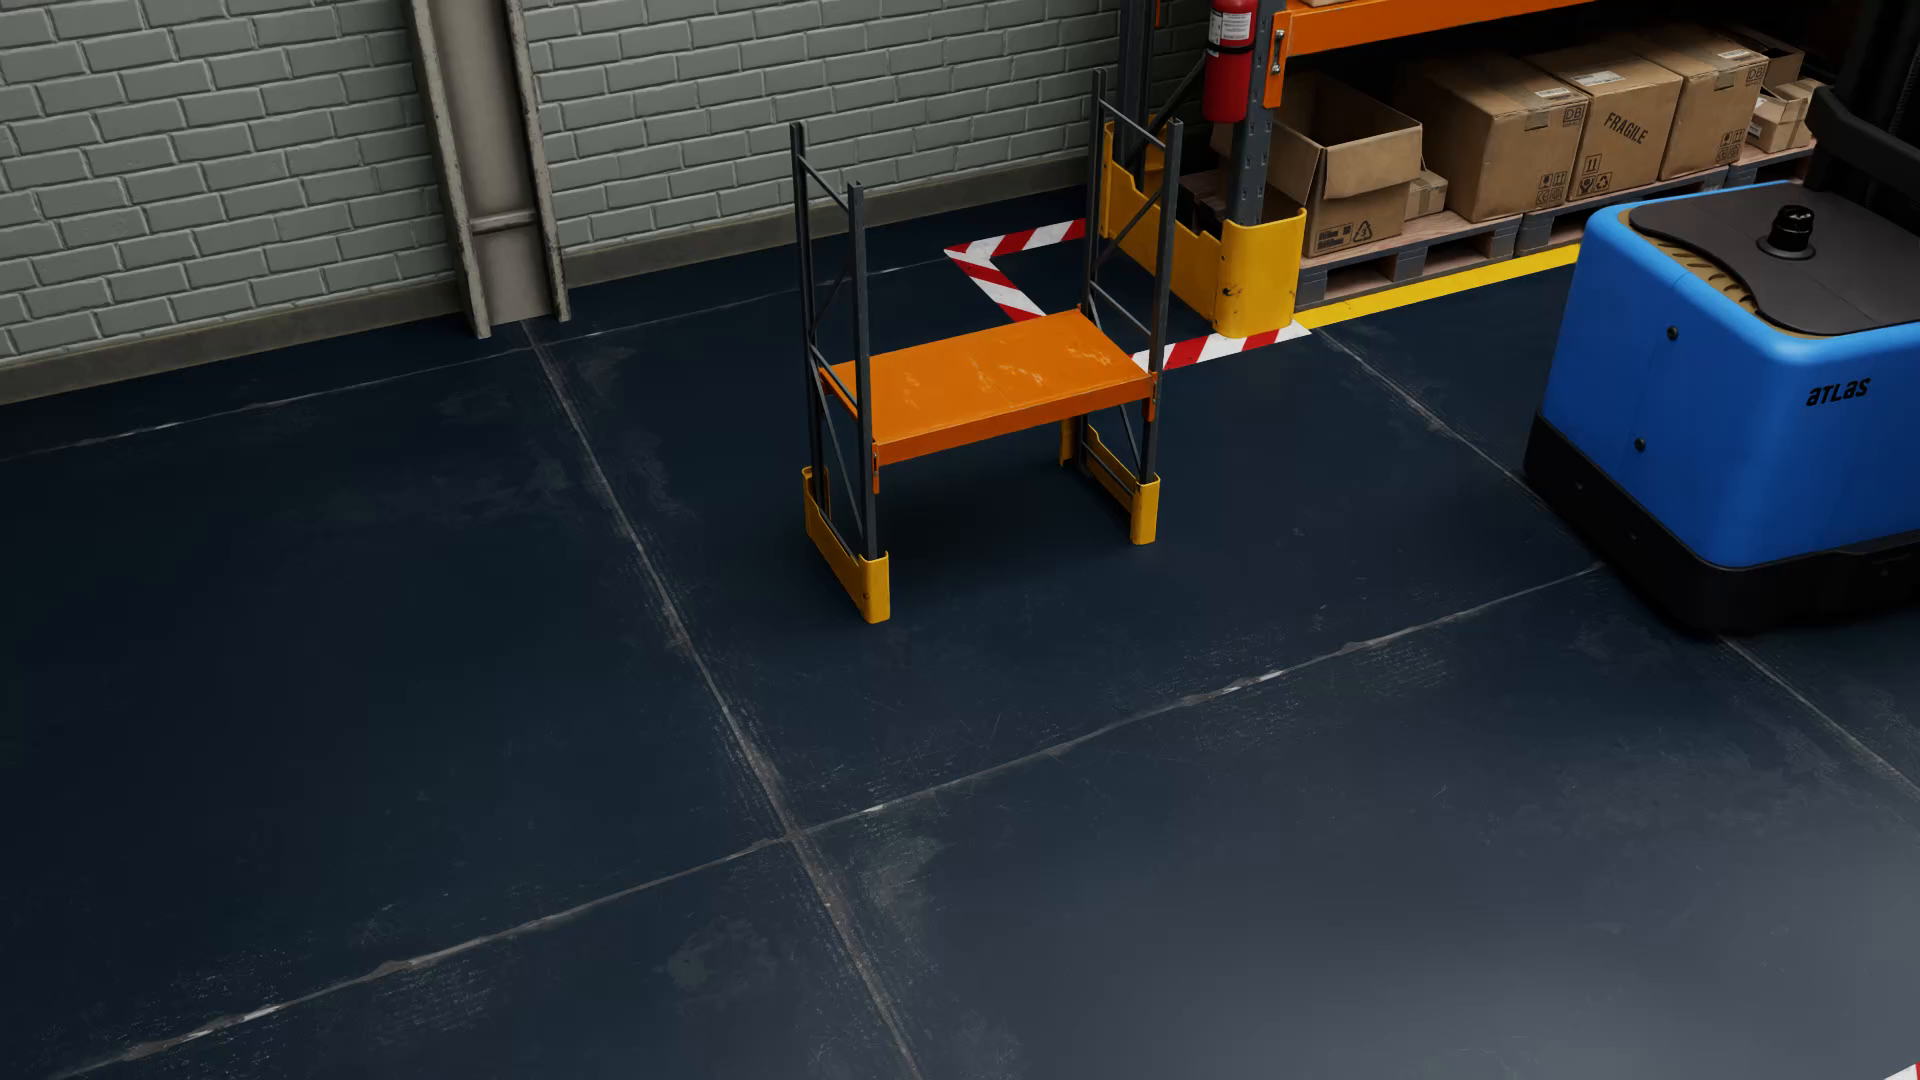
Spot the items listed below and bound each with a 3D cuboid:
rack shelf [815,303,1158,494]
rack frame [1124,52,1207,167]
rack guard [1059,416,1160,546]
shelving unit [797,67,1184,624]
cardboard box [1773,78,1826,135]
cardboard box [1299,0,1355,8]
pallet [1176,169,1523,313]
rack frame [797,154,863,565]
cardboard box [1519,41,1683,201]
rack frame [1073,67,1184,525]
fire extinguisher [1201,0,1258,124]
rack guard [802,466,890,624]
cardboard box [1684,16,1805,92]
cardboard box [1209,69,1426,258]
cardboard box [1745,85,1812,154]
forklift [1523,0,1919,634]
[{"bbox_3d":[0.077,-0.480,5.439,1.000,0.185,0.538,-16,39,-20],"label":"rack shelf"},{"bbox_3d":[0.947,-2.361,6.415,0.053,2.616,0.949,-16,39,-20],"label":"rack frame"},{"bbox_3d":[0.520,-0.246,5.871,0.087,0.250,0.587,-16,39,-20],"label":"rack guard"},{"bbox_3d":[0.069,-0.622,5.329,1.083,1.500,0.587,-16,39,-20],"label":"shelving unit"},{"bbox_3d":[4.187,-2.099,8.103,0.250,0.149,0.380,-17,40,-21],"label":"cardboard box"},{"bbox_3d":[1.360,-2.197,6.405,0.250,0.149,0.380,-16,39,-20],"label":"cardboard box"},{"bbox_3d":[1.736,-1.464,7.547,1.213,0.211,1.003,-16,39,-20],"label":"pallet"},{"bbox_3d":[-0.384,-0.496,5.160,0.013,1.308,0.475,-16,39,-20],"label":"rack frame"},{"bbox_3d":[2.851,-1.906,7.548,0.500,0.500,0.500,-15,39,-19],"label":"cardboard box"},{"bbox_3d":[0.537,-0.753,5.506,0.032,1.500,0.500,-16,39,-20],"label":"rack frame"},{"bbox_3d":[1.009,-1.895,6.165,0.183,0.674,0.296,-16,39,-20],"label":"fire extinguisher"},{"bbox_3d":[-0.382,0.006,5.532,0.087,0.250,0.587,-16,39,-20],"label":"rack guard"},{"bbox_3d":[3.868,-2.424,8.404,0.500,0.311,0.500,-14,39,-18],"label":"cardboard box"},{"bbox_3d":[1.539,-1.632,7.175,0.637,0.503,0.797,-17,40,-22],"label":"cardboard box"},{"bbox_3d":[3.864,-2.056,7.946,0.258,0.266,0.396,-14,39,-18],"label":"cardboard box"},{"bbox_3d":[3.597,-1.386,5.158,3.031,2.935,1.130,-11,38,-14],"label":"forklift"}]
